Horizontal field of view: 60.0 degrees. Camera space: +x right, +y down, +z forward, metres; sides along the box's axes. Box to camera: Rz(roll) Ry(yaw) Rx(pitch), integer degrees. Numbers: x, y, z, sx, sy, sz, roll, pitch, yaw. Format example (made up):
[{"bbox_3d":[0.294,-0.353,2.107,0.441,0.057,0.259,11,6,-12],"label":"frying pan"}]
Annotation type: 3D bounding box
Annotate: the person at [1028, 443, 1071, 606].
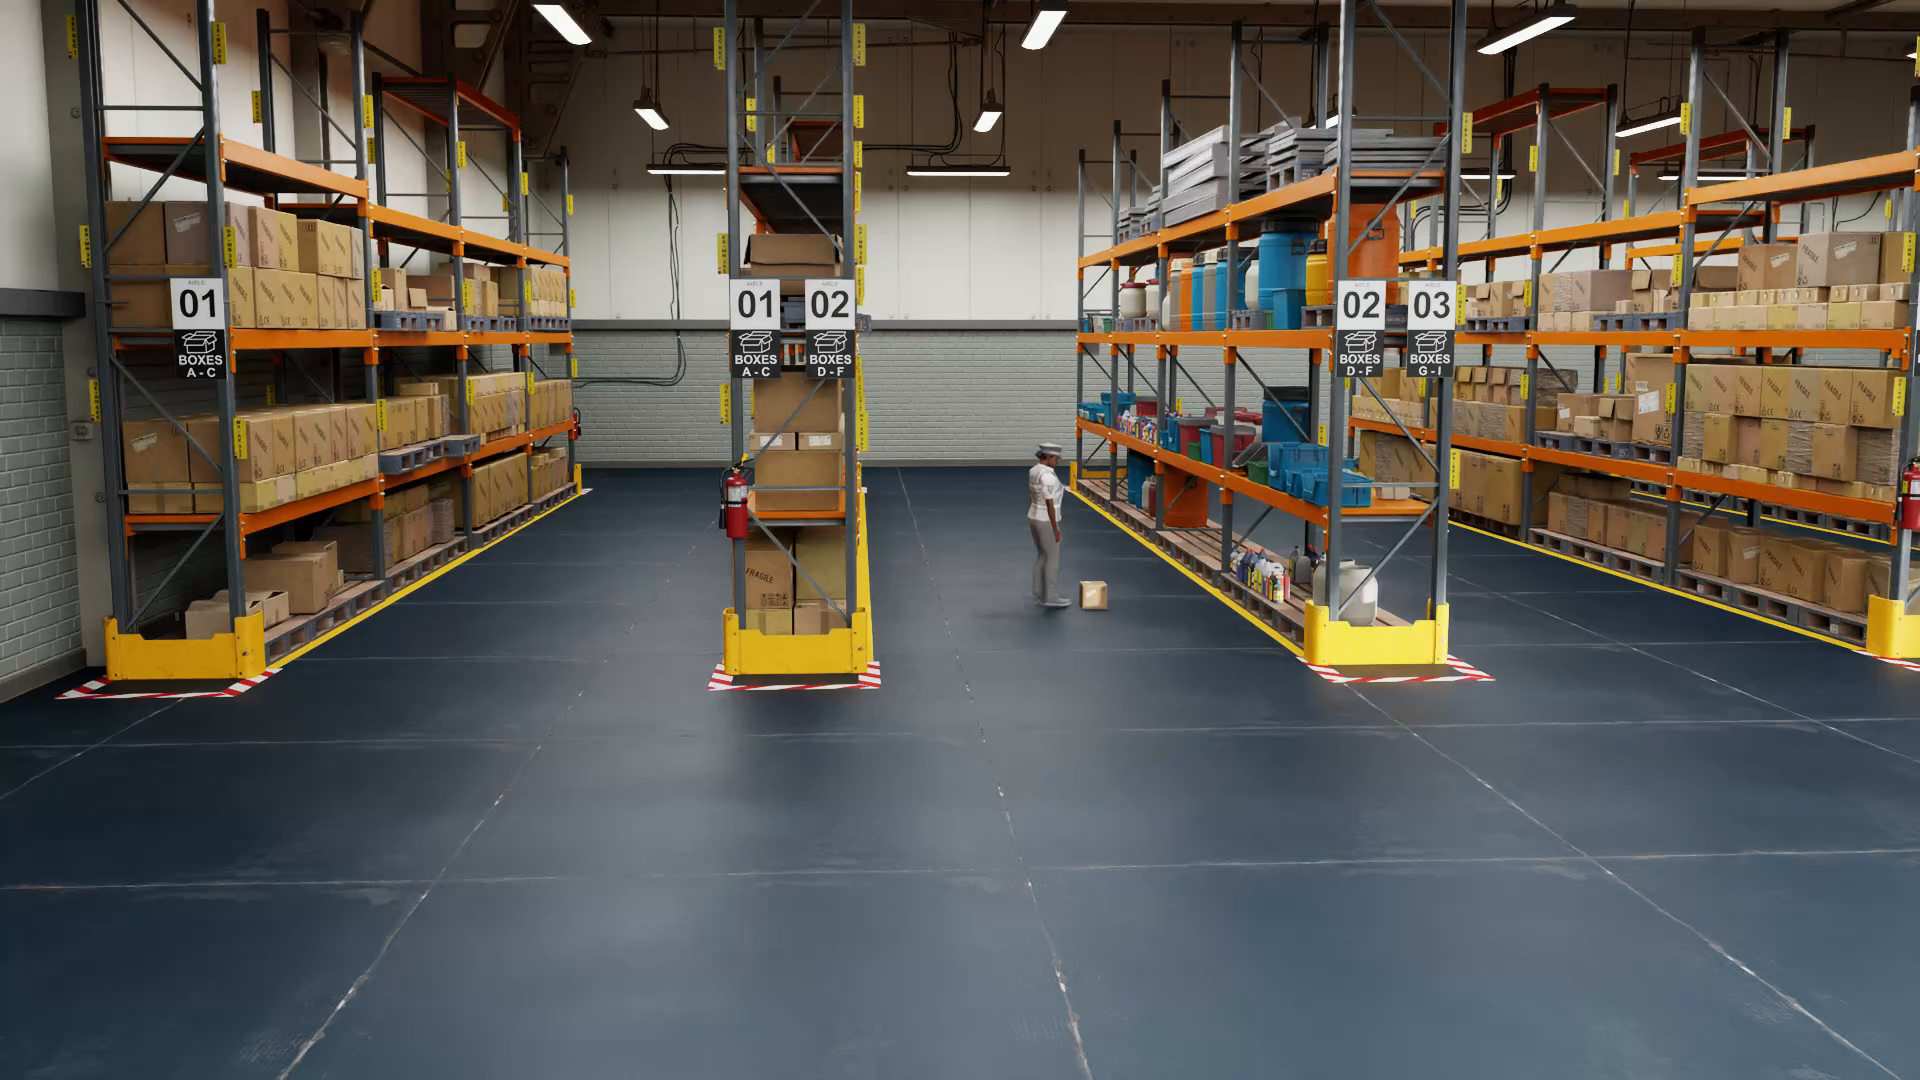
[{"bbox_3d":[0.910,-0.122,16.885,0.441,1.730,0.527,-2,7,-17],"label":"person"}]
